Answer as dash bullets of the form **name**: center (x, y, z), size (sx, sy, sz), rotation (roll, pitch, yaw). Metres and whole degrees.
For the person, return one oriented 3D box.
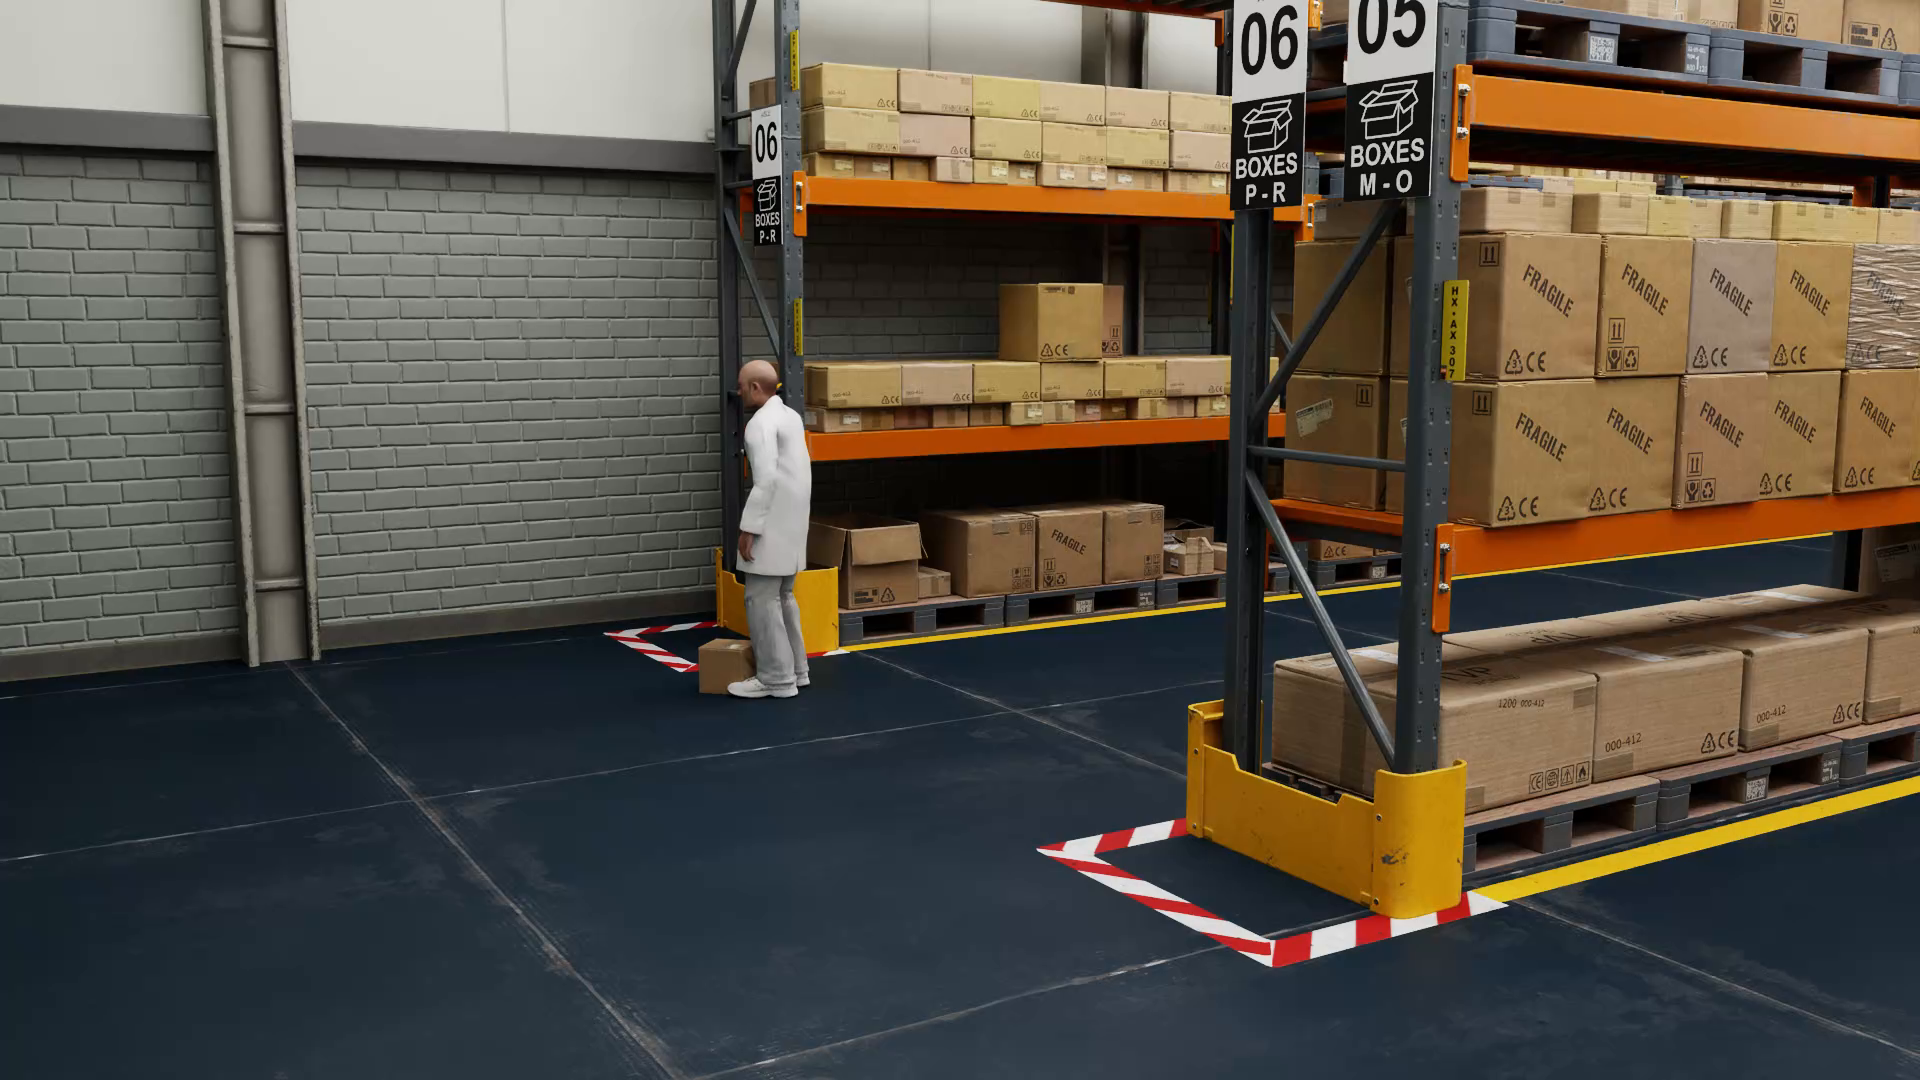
- **person**: center (-1.005, -0.064, 8.829), size (0.421, 1.774, 0.642), rotation (2, 8, 13)
